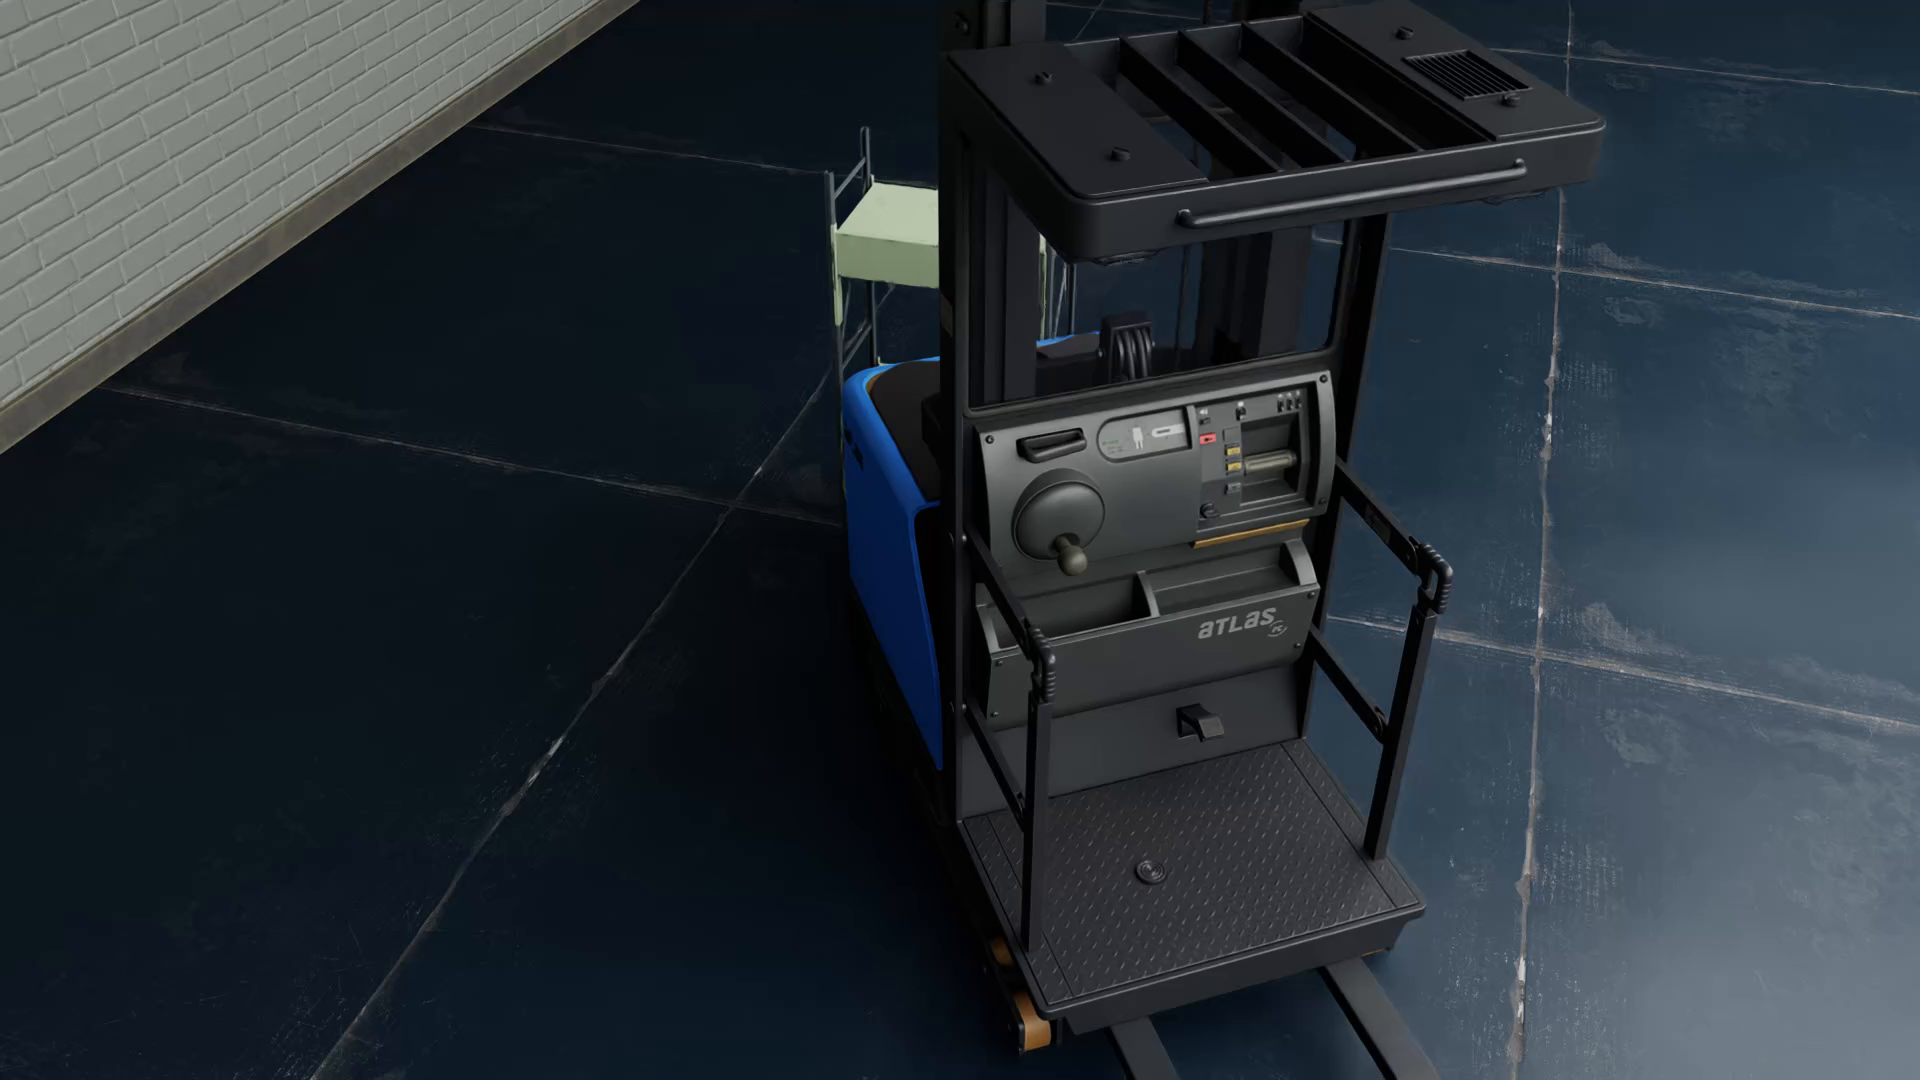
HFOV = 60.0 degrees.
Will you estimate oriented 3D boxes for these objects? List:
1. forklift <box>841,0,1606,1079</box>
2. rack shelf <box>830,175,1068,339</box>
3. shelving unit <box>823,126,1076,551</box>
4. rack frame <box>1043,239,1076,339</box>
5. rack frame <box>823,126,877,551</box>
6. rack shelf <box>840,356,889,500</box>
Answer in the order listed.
[{"bbox_3d":[0.565,-0.102,3.915,1.130,2.935,3.031,-11,38,-15],"label":"forklift"},{"bbox_3d":[-0.020,-0.933,5.594,0.720,0.370,0.431,10,37,13],"label":"rack shelf"},{"bbox_3d":[-0.020,-0.619,5.826,0.755,1.500,0.431,10,37,13],"label":"shelving unit"},{"bbox_3d":[0.332,-0.560,5.745,0.023,1.500,0.400,10,37,13],"label":"rack frame"},{"bbox_3d":[-0.372,-0.678,5.906,0.023,1.500,0.400,10,37,13],"label":"rack frame"},{"bbox_3d":[-0.020,-0.356,6.019,0.720,0.370,0.431,10,37,13],"label":"rack shelf"}]
